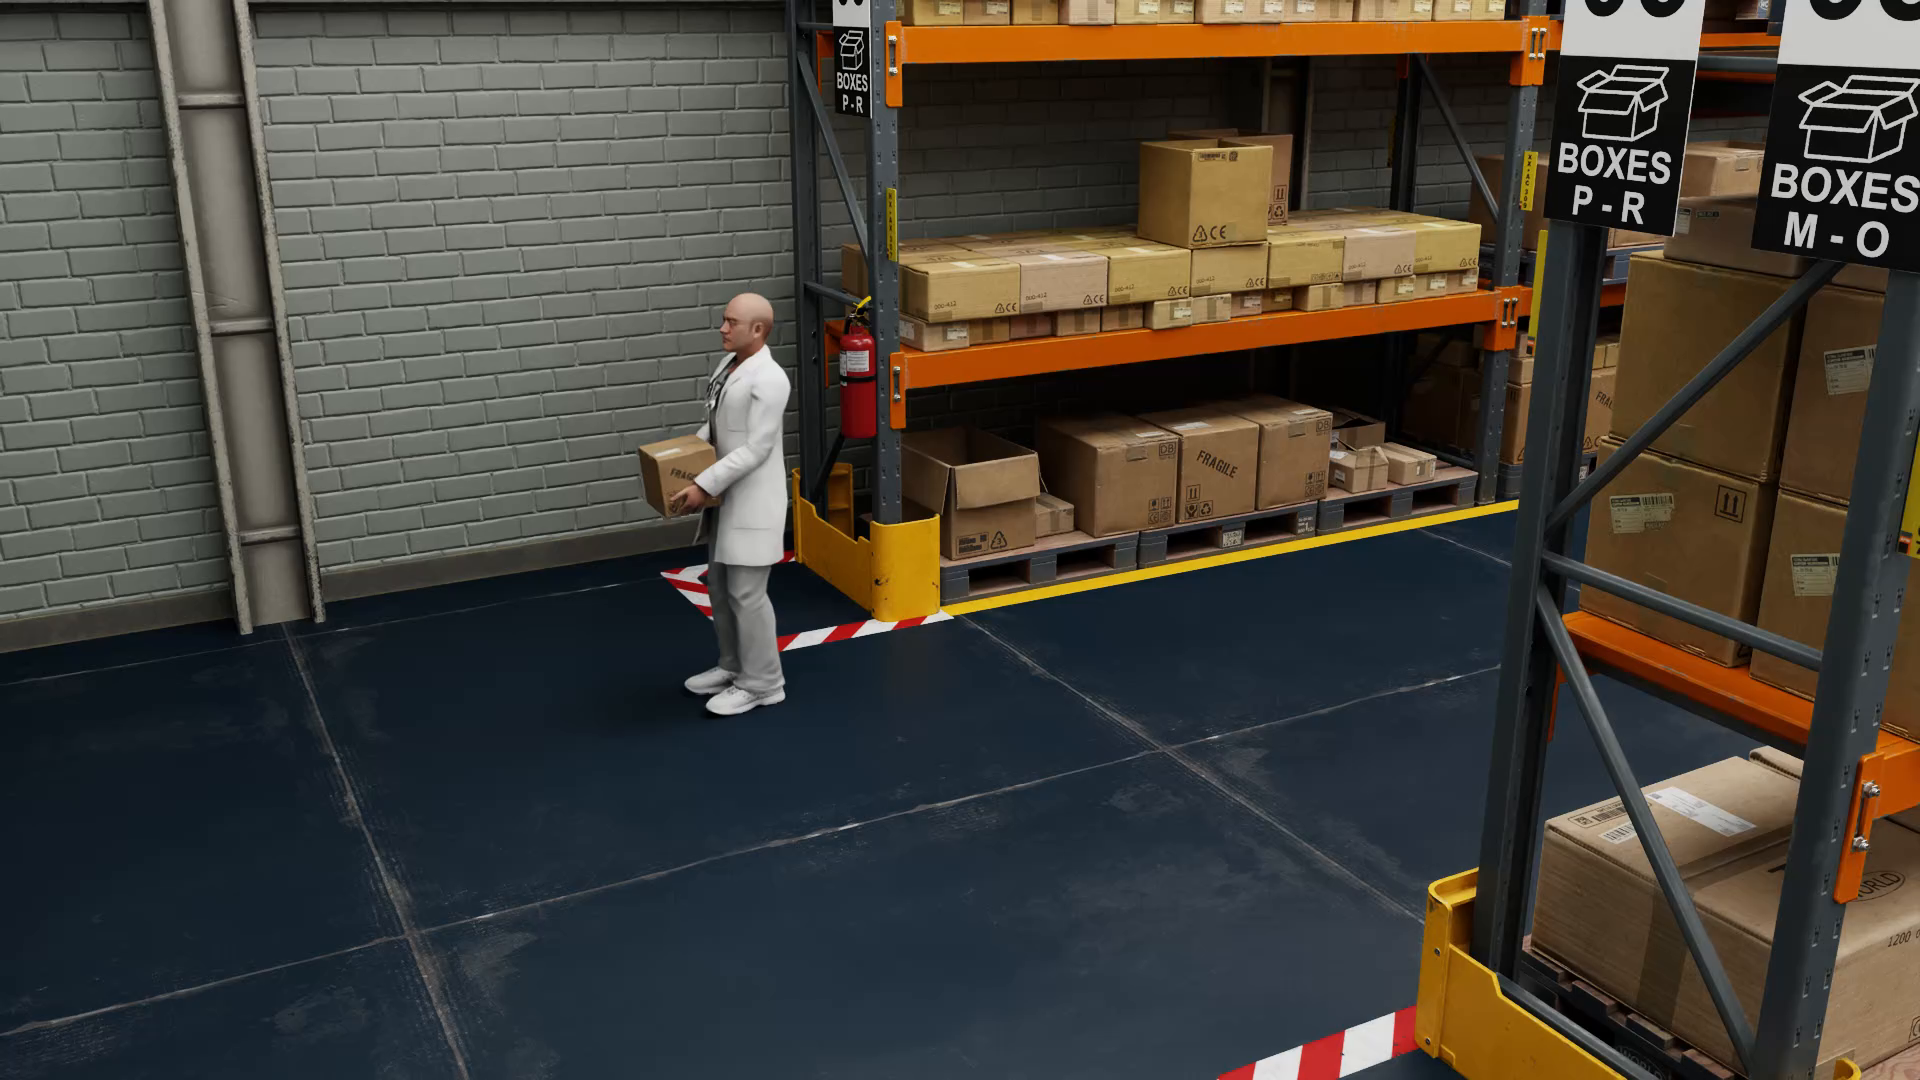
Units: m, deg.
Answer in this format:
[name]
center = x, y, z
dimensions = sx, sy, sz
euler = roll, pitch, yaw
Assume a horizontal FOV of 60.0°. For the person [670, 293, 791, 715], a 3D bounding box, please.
[person]
center = -1.003, -0.145, 7.015
dimensions = 0.541, 1.779, 0.542
euler = -10, 21, -27
